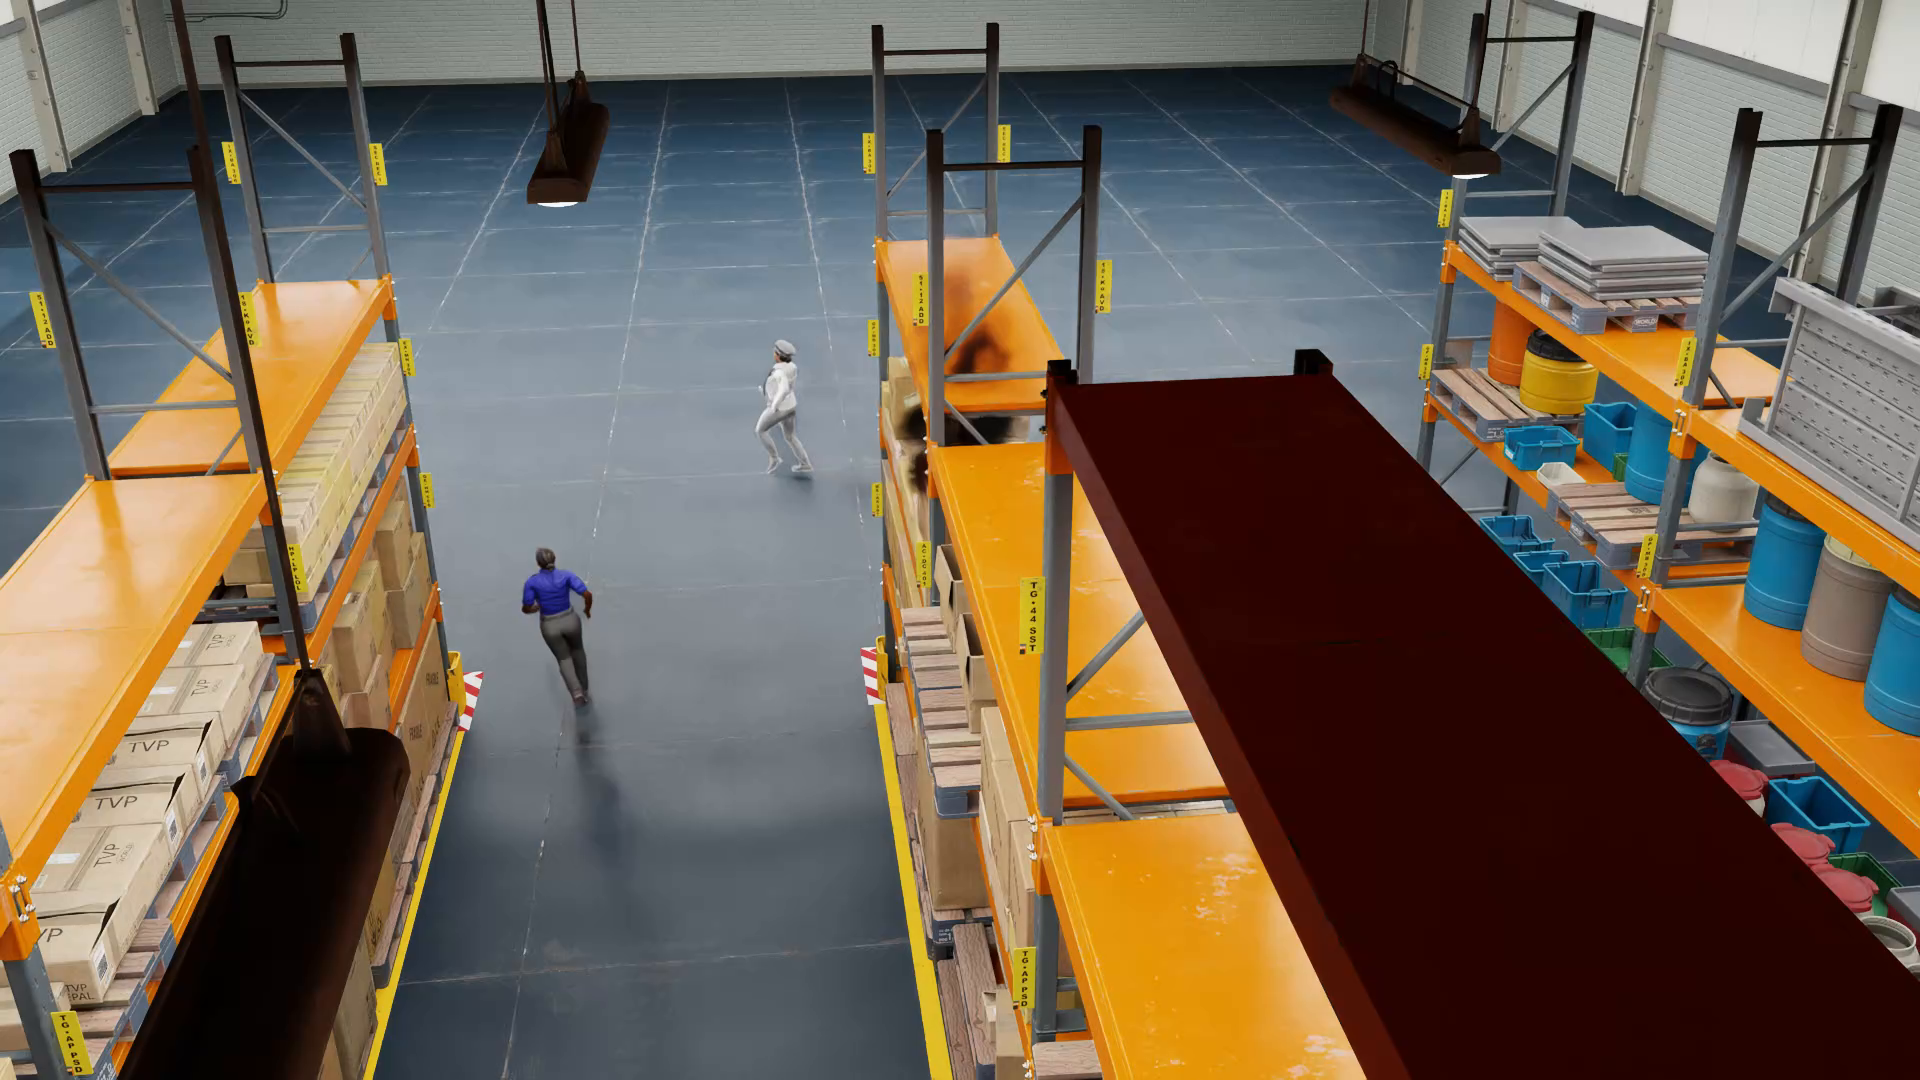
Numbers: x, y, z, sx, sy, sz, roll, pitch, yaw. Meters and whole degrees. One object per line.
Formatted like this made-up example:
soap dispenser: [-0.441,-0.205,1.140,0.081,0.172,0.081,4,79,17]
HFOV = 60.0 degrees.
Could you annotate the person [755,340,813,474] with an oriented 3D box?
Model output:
person: [-2.130,-1.551,19.849,0.705,1.711,0.618,12,28,24]

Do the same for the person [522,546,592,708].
person: [-3.607,0.818,14.980,0.614,1.634,0.752,-9,27,-18]
